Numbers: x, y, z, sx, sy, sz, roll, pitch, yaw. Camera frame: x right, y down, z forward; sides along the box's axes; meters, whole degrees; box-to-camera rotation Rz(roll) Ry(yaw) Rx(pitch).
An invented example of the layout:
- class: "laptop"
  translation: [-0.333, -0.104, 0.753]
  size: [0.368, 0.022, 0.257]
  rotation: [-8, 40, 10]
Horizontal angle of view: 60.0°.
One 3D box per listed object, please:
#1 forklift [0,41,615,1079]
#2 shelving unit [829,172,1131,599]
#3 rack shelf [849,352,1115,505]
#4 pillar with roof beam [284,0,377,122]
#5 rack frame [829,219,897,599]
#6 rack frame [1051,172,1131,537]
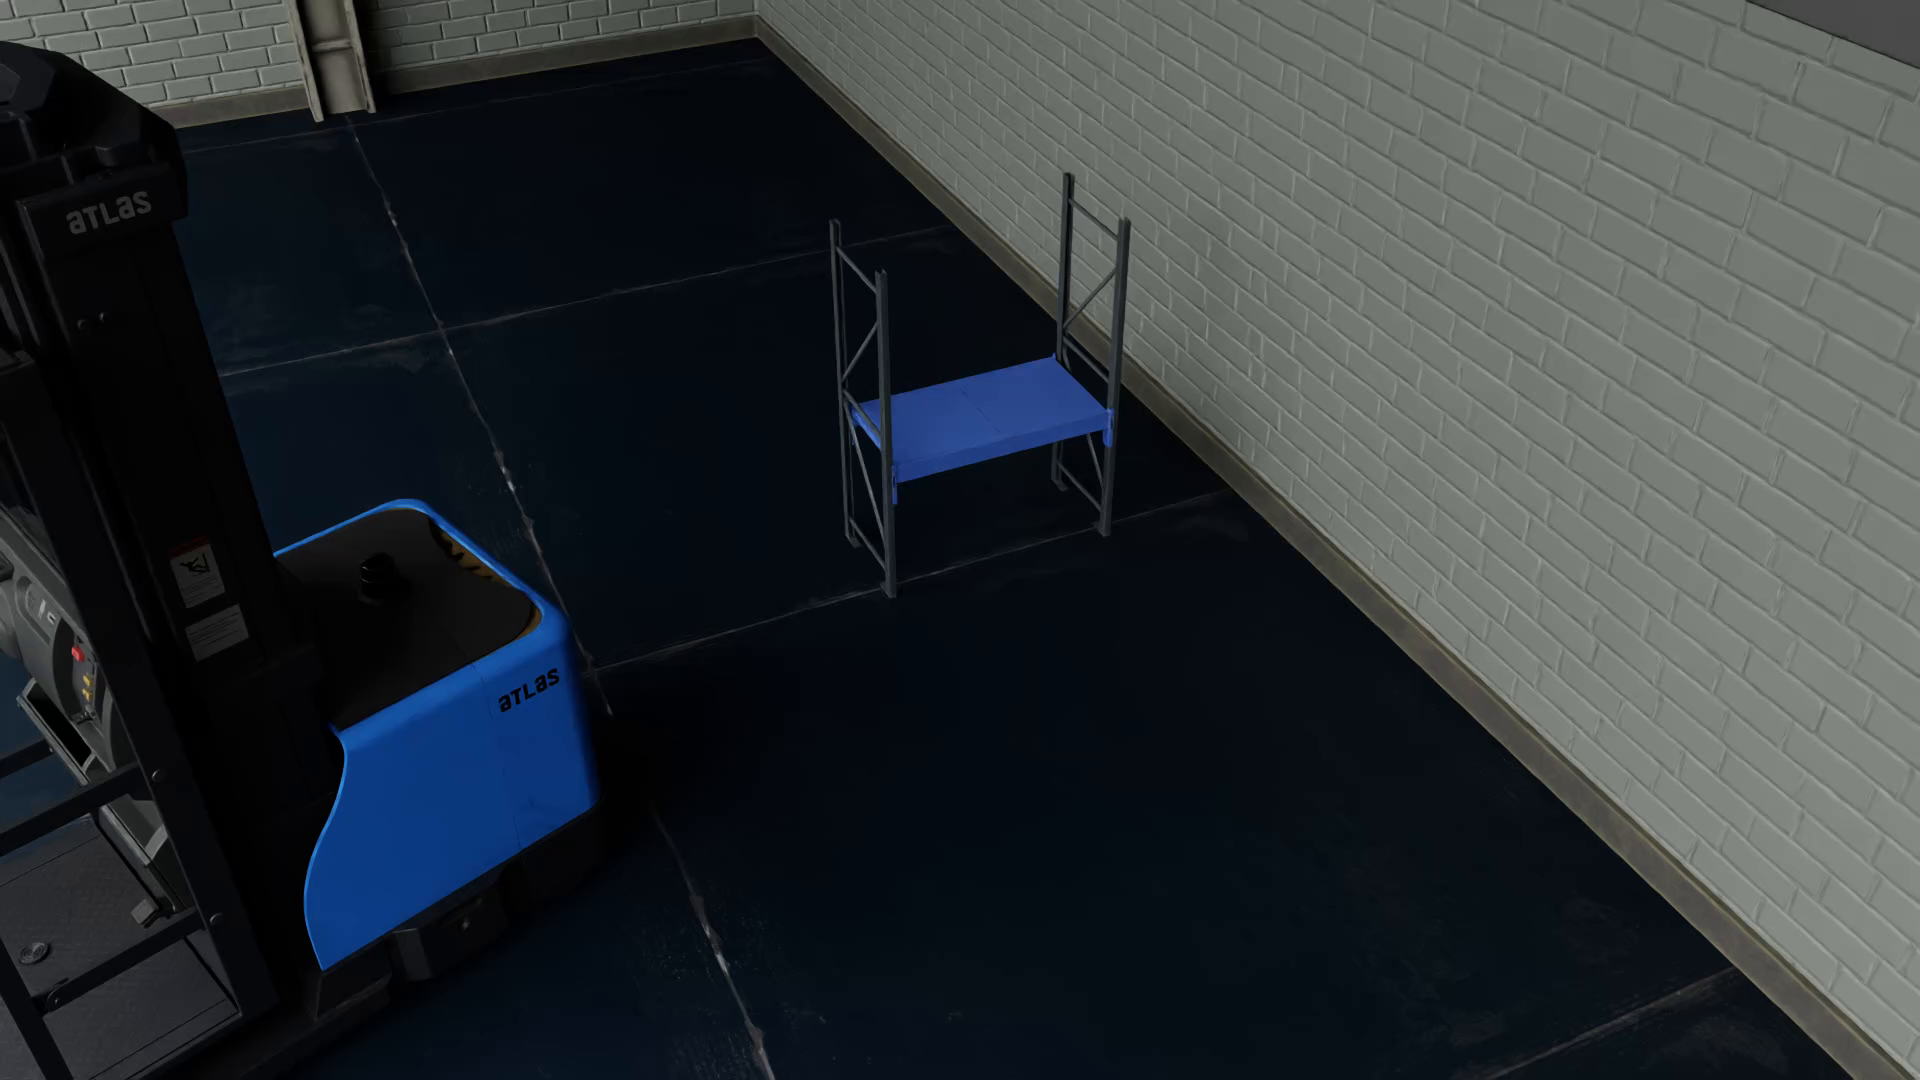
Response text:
- class: "forklift"
  translation: [-2.592, 0.337, 4.335]
  size: [3.031, 2.935, 1.130]
  rotation: [-30, 46, -34]
- class: "shelving unit"
  translation: [0.077, -0.624, 6.832]
  size: [1.048, 1.500, 0.538]
  rotation: [-16, 39, -20]
- class: "rack shelf"
  translation: [0.077, -0.480, 6.939]
  size: [1.000, 0.185, 0.538]
  rotation: [-16, 39, -20]
- class: "pillar with roof beam"
  translation: [-2.305, -4.182, 5.335]
  size: [0.400, 9.000, 9.100]
  rotation: [-16, 39, -20]
- class: "rack frame"
  translation: [-0.383, -0.495, 6.659]
  size: [0.032, 1.500, 0.500]
  rotation: [-16, 39, -20]
- class: "rack frame"
  translation: [0.537, -0.753, 7.006]
  size: [0.032, 1.500, 0.500]
  rotation: [-16, 39, -20]
